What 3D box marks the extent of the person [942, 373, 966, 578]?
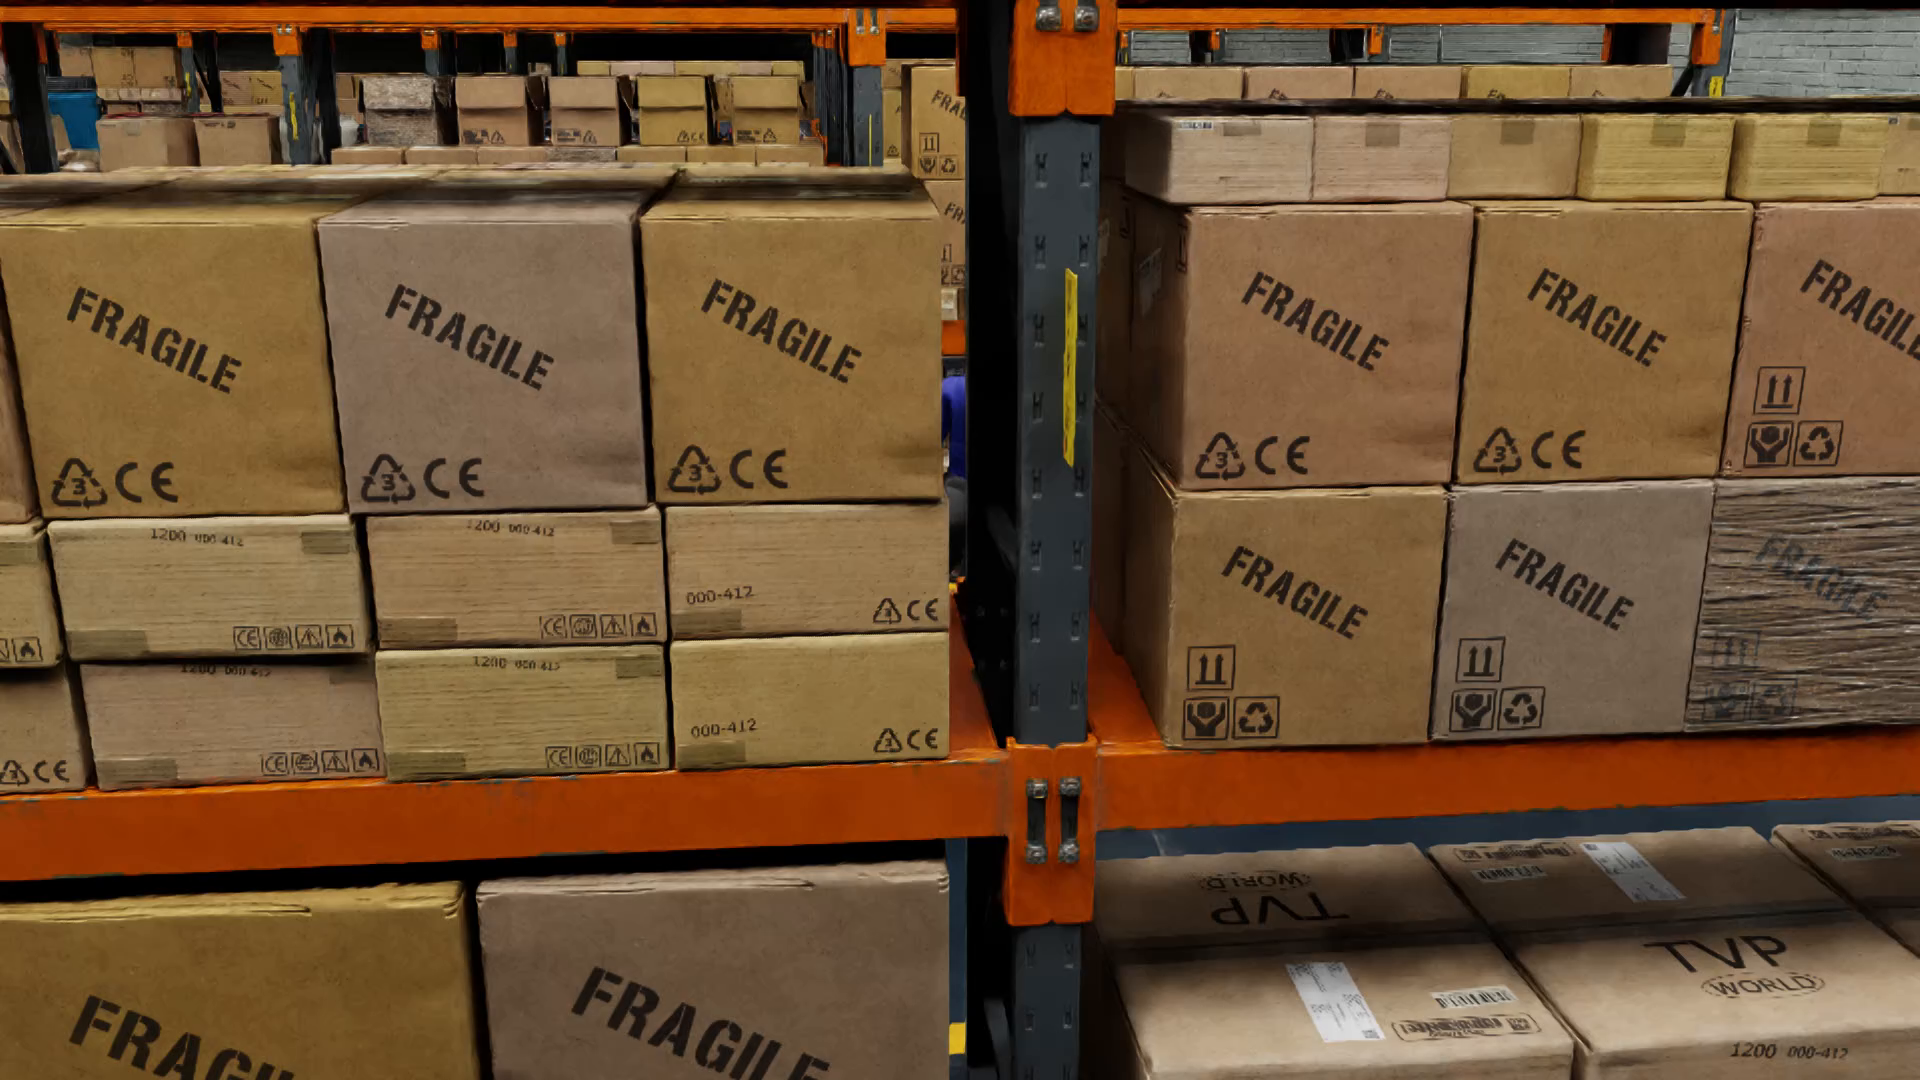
[{"bbox_3d":[0.042,-0.068,6.299,0.571,1.611,0.579,4,17,13],"label":"person"}]
